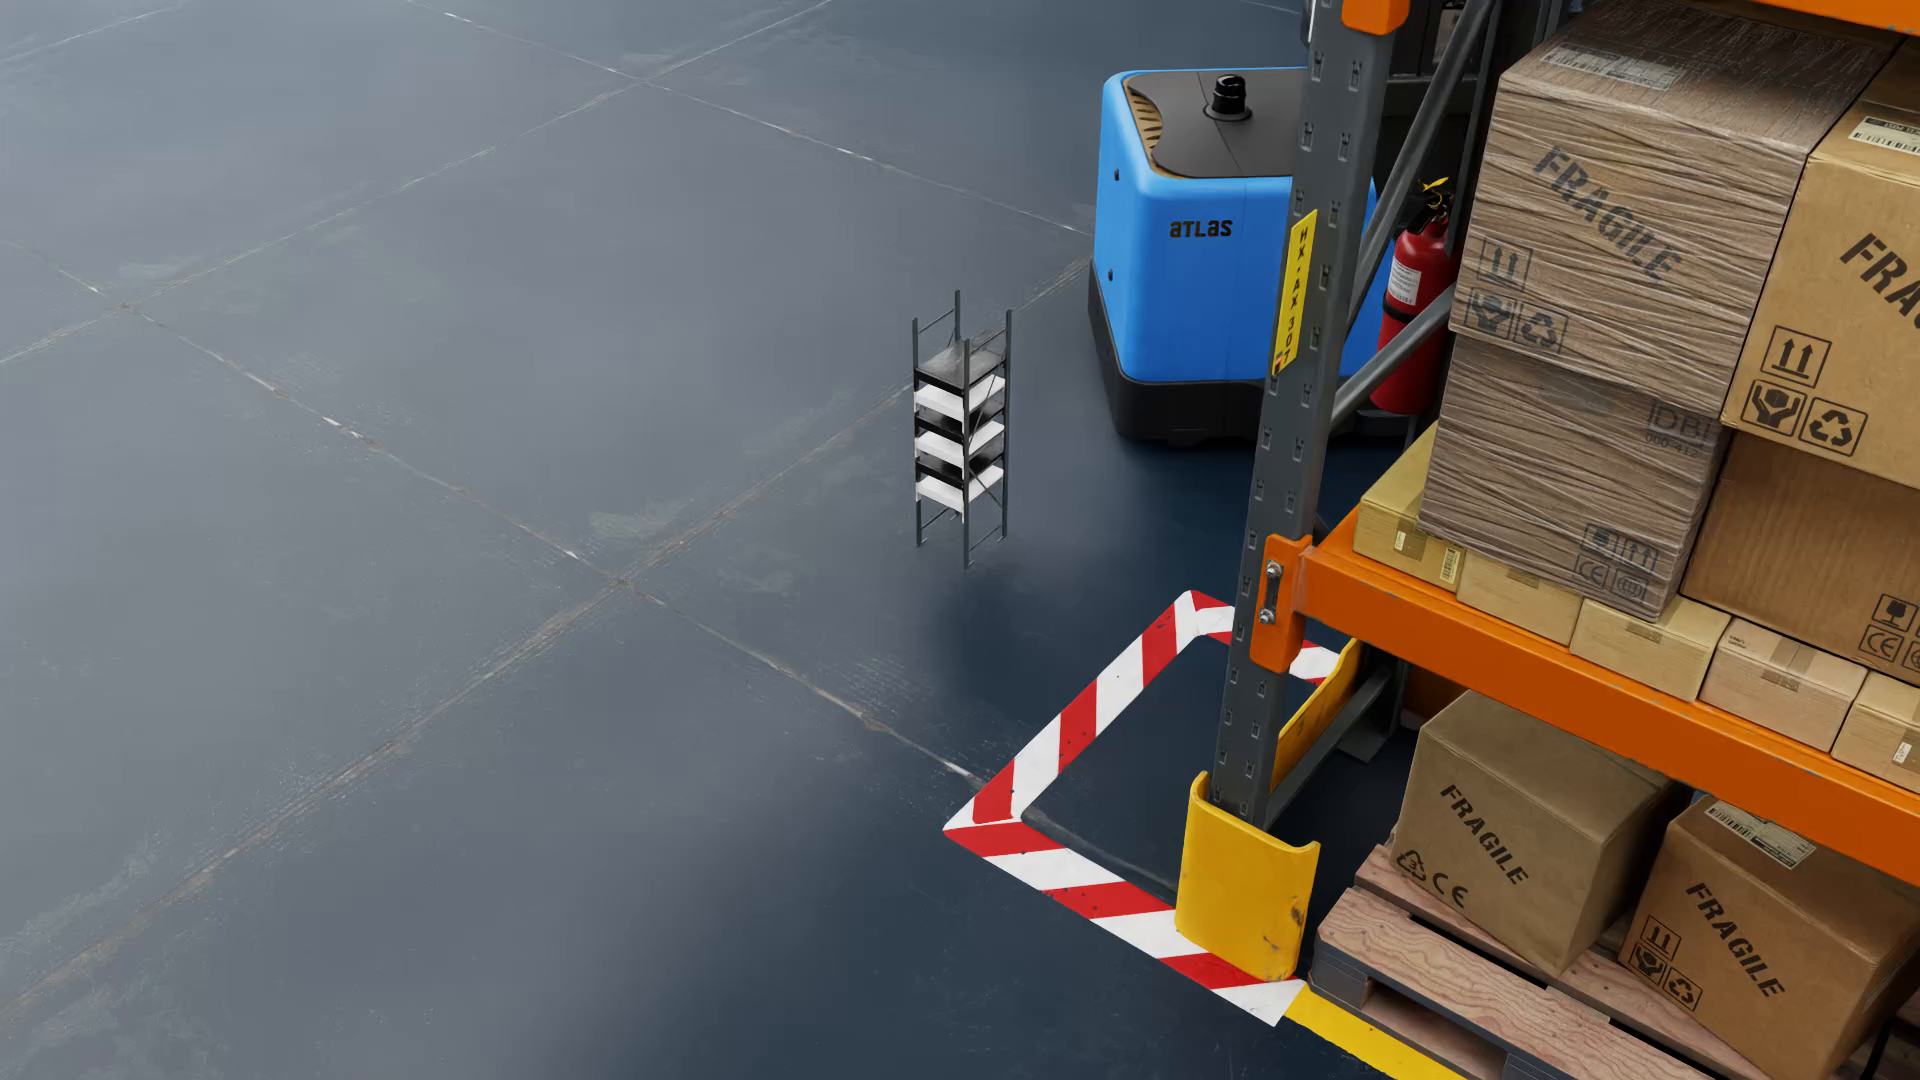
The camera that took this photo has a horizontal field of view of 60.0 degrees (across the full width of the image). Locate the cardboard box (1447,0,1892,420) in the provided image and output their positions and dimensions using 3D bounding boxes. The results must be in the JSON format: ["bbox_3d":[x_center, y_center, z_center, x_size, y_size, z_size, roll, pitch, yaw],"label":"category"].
[{"bbox_3d":[1.250,-0.613,2.966,0.500,0.500,0.500,25,45,29],"label":"cardboard box"}]

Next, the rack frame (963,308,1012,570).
[{"bbox_3d":[0.087,-0.313,5.420,0.006,0.900,0.240,25,45,29],"label":"rack frame"}]

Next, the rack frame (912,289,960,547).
[{"bbox_3d":[-0.074,-0.389,5.517,0.006,0.900,0.240,25,45,29],"label":"rack frame"}]

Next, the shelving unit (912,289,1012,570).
[{"bbox_3d":[0.006,-0.351,5.469,0.210,0.900,0.258,25,45,29],"label":"shelving unit"}]

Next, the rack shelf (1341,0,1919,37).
[{"bbox_3d":[2.567,-0.551,2.170,4.000,0.370,1.077,25,45,29],"label":"rack shelf"}]

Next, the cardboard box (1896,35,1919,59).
[{"bbox_3d":[1.966,-0.683,3.055,0.500,0.500,0.500,25,45,29],"label":"cardboard box"}]

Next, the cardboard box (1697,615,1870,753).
[{"bbox_3d":[1.648,0.208,3.255,0.250,0.149,0.380,25,45,29],"label":"cardboard box"}]

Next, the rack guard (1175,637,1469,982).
[{"bbox_3d":[1.039,0.611,4.564,0.348,0.500,1.175,25,45,29],"label":"rack guard"}]

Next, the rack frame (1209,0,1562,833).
[{"bbox_3d":[0.979,-0.402,3.830,0.127,3.000,1.000,25,45,29],"label":"rack frame"}]

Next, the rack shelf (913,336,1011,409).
[{"bbox_3d":[0.006,-0.538,5.323,0.200,0.077,0.258,25,45,29],"label":"rack shelf"}]

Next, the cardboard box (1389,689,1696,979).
[{"bbox_3d":[1.465,0.659,4.162,0.500,0.500,0.500,-29,46,-32],"label":"cardboard box"}]

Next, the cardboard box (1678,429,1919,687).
[{"bbox_3d":[1.869,-0.210,3.263,0.500,0.500,0.875,25,45,29],"label":"cardboard box"}]

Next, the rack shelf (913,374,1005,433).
[{"bbox_3d":[0.006,-0.467,5.378,0.200,0.077,0.258,25,45,29],"label":"rack shelf"}]

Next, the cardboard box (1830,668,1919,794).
[{"bbox_3d":[1.842,0.305,3.131,0.250,0.149,0.380,25,45,29],"label":"cardboard box"}]

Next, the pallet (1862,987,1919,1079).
[{"bbox_3d":[2.628,1.503,3.659,1.213,0.211,1.003,25,45,29],"label":"pallet"}]

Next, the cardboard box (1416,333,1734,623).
[{"bbox_3d":[1.399,-0.339,3.427,0.500,0.500,0.875,25,45,29],"label":"cardboard box"}]

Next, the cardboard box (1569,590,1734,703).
[{"bbox_3d":[1.437,0.125,3.361,0.250,0.149,0.380,25,45,29],"label":"cardboard box"}]

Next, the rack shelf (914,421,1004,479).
[{"bbox_3d":[0.006,-0.325,5.489,0.200,0.077,0.258,25,45,29],"label":"rack shelf"}]

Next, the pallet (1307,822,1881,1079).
[{"bbox_3d":[1.663,1.046,4.243,1.213,0.211,1.003,25,45,29],"label":"pallet"}]

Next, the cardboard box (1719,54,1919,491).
[{"bbox_3d":[1.643,-0.422,2.722,0.500,0.500,0.500,25,45,29],"label":"cardboard box"}]

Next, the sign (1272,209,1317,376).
[{"bbox_3d":[0.649,-0.477,3.224,0.005,0.325,0.100,25,45,29],"label":"sign"}]

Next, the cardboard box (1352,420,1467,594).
[{"bbox_3d":[1.060,-0.079,3.622,0.250,0.149,0.380,25,45,29],"label":"cardboard box"}]

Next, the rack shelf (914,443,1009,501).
[{"bbox_3d":[0.006,-0.254,5.545,0.200,0.077,0.258,25,45,29],"label":"rack shelf"}]

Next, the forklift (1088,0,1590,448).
[{"bbox_3d":[2.063,-1.840,5.723,3.031,2.935,1.130,-2,38,-3],"label":"forklift"}]

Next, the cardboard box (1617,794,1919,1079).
[{"bbox_3d":[1.960,0.866,3.897,0.500,0.500,0.500,-25,45,-29],"label":"cardboard box"}]

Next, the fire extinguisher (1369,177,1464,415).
[{"bbox_3d":[1.168,-0.640,4.197,0.183,0.674,0.296,25,45,29],"label":"fire extinguisher"}]

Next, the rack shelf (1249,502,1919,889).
[{"bbox_3d":[2.567,0.630,3.095,4.000,0.370,1.077,25,45,29],"label":"rack shelf"}]

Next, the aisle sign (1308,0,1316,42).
[{"bbox_3d":[0.747,-1.302,2.871,0.004,0.787,0.394,25,45,29],"label":"aisle sign"}]

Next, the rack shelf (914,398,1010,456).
[{"bbox_3d":[0.006,-0.396,5.434,0.200,0.077,0.258,25,45,29],"label":"rack shelf"}]

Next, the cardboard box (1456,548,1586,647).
[{"bbox_3d":[1.247,0.024,3.490,0.250,0.149,0.380,25,45,29],"label":"cardboard box"}]

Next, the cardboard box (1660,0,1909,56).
[{"bbox_3d":[1.566,-0.867,3.291,0.500,0.500,0.500,25,45,29],"label":"cardboard box"}]

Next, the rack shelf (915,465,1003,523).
[{"bbox_3d":[0.006,-0.183,5.600,0.200,0.077,0.258,25,45,29],"label":"rack shelf"}]
